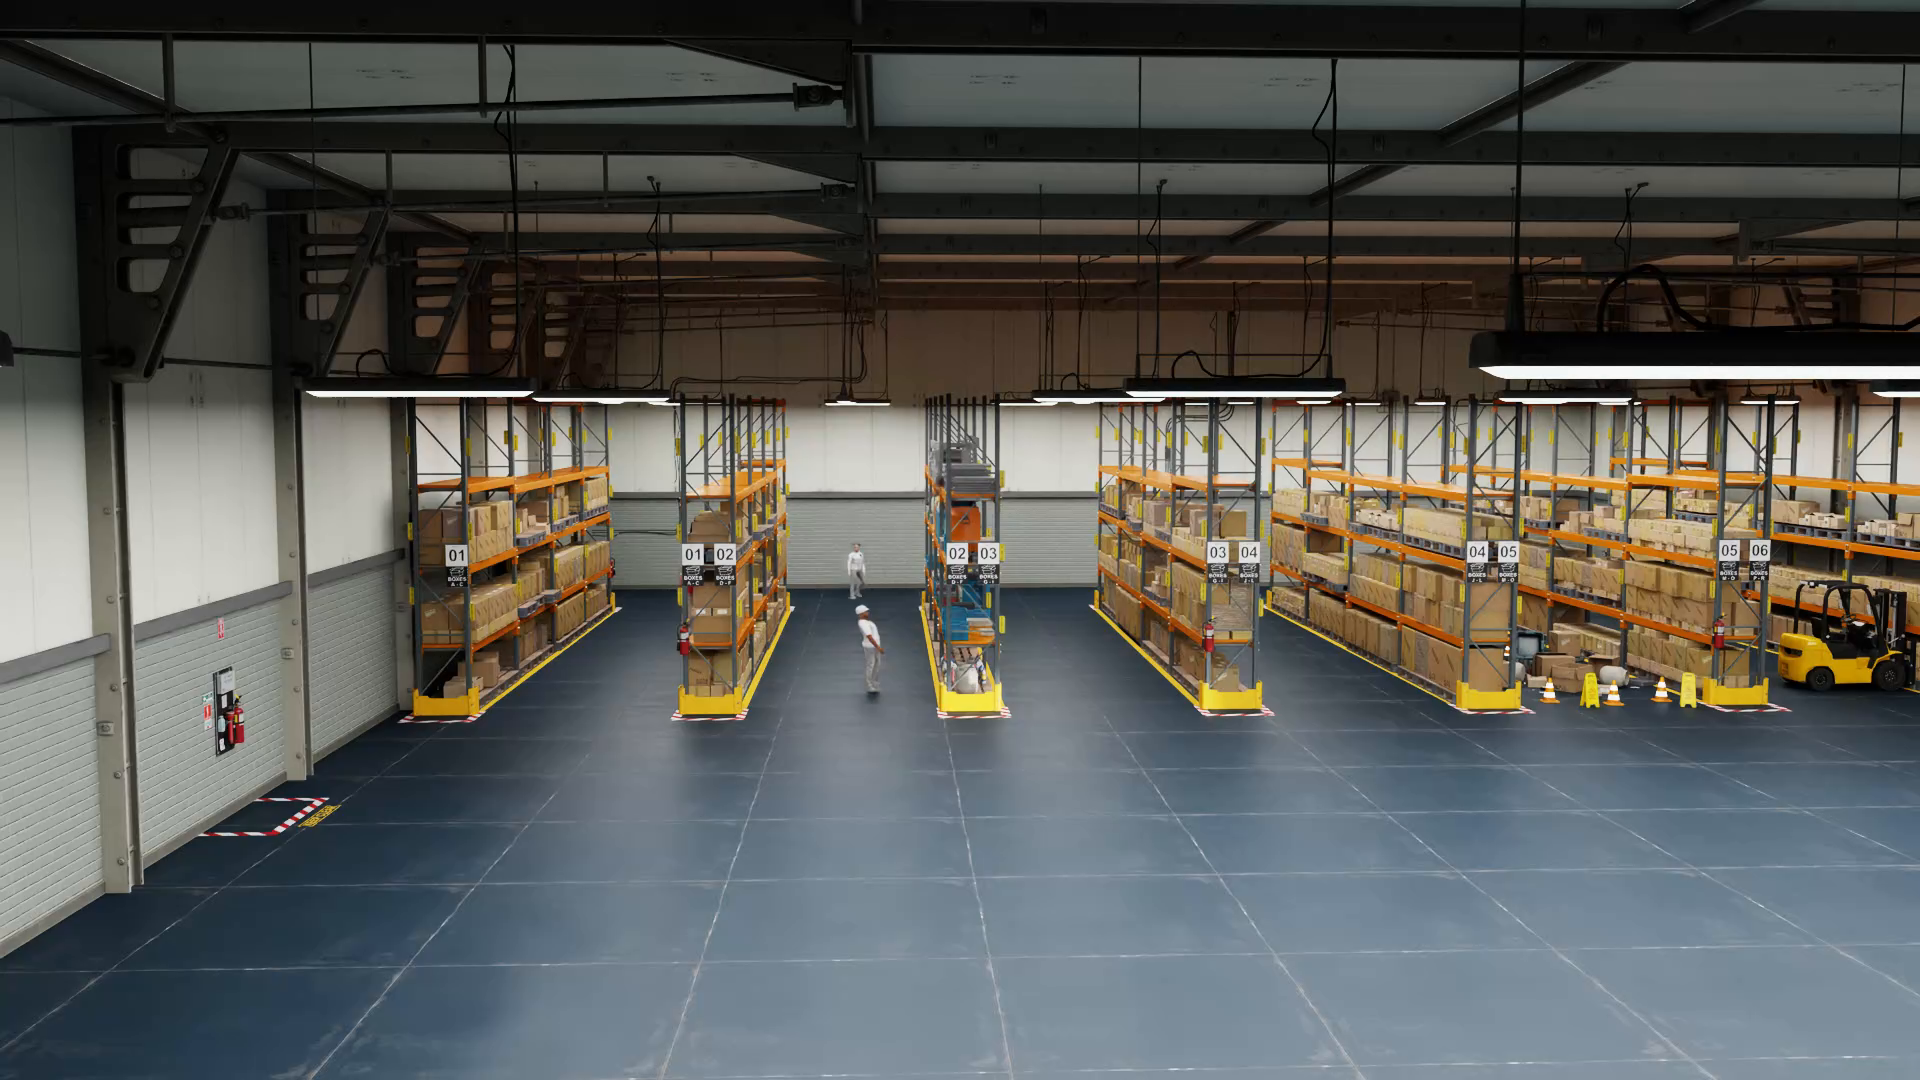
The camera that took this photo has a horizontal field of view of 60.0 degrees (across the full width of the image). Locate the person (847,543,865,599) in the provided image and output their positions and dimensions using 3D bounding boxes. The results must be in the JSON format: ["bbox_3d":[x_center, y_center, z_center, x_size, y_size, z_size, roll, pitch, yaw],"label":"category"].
[{"bbox_3d":[-3.093,0.924,50.118,0.417,1.692,0.516,4,6,44],"label":"person"}]

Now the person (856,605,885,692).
[{"bbox_3d":[-1.771,2.208,33.629,0.675,1.781,0.625,2,5,20],"label":"person"}]

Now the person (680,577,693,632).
[{"bbox_3d":[-6.869,1.520,42.348,0.526,1.748,0.560,1,5,9],"label":"person"}]
